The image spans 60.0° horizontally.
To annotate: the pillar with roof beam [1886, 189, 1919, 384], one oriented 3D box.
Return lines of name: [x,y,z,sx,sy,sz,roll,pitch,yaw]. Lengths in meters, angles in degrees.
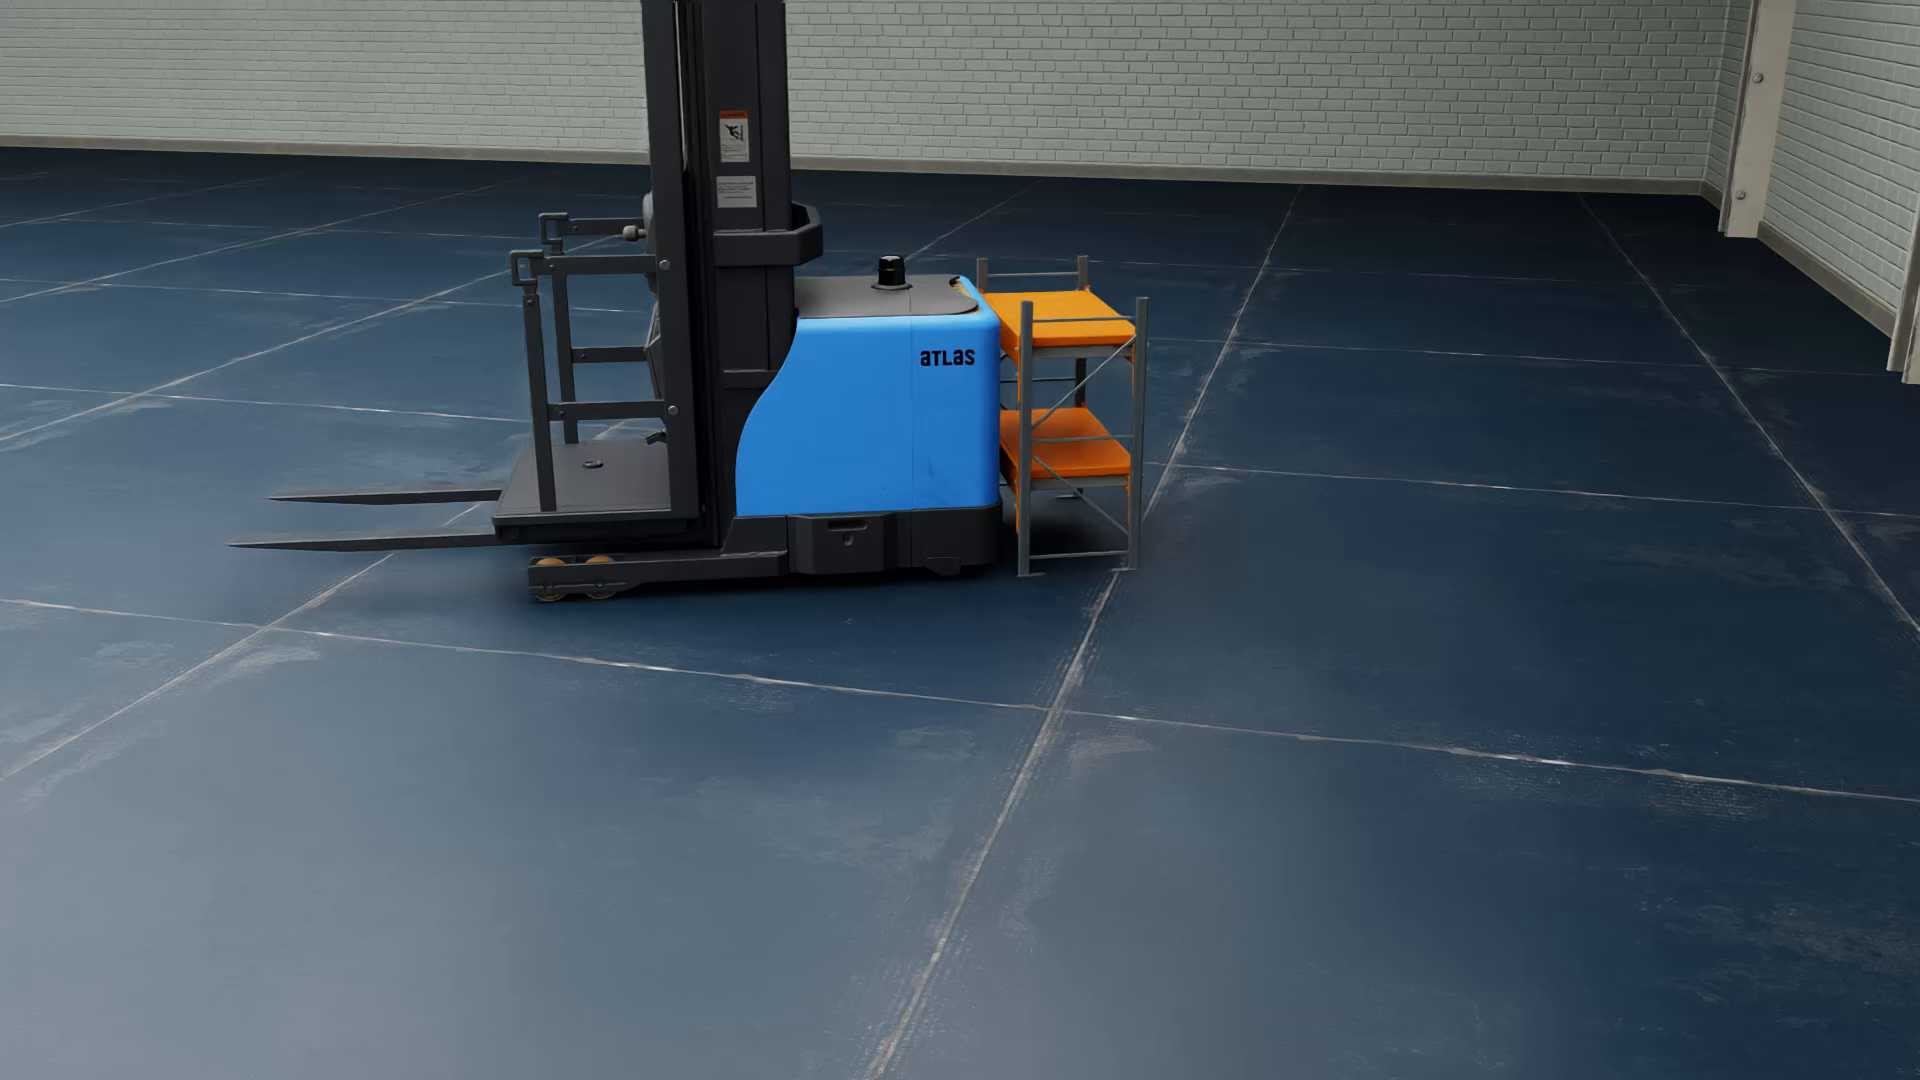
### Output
pillar with roof beam: [1.657,-5.583,9.611,9.100,9.000,0.400,5,19,13]

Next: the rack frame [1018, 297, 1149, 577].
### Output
rack frame: [0.484,-0.398,6.614,0.500,1.125,0.032,-3,19,-9]

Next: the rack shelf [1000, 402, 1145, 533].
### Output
rack shelf: [0.404,-0.329,7.168,0.538,0.278,1.000,-3,19,-9]

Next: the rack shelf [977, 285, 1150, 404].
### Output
rack shelf: [0.404,-0.838,6.994,0.538,0.278,1.000,-3,19,-9]

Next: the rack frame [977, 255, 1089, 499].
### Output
rack frame: [0.324,-0.723,7.564,0.500,1.125,0.032,-3,19,-9]

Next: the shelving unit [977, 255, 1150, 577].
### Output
shelving unit: [0.404,-0.561,7.089,0.538,1.125,1.048,-3,19,-9]

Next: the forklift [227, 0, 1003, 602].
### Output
forklift: [-1.385,-1.329,6.543,3.031,2.935,1.130,-2,19,-7]

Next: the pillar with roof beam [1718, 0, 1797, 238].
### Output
pillar with roof beam: [3.123,-7.464,15.117,9.100,9.000,0.400,5,19,13]
